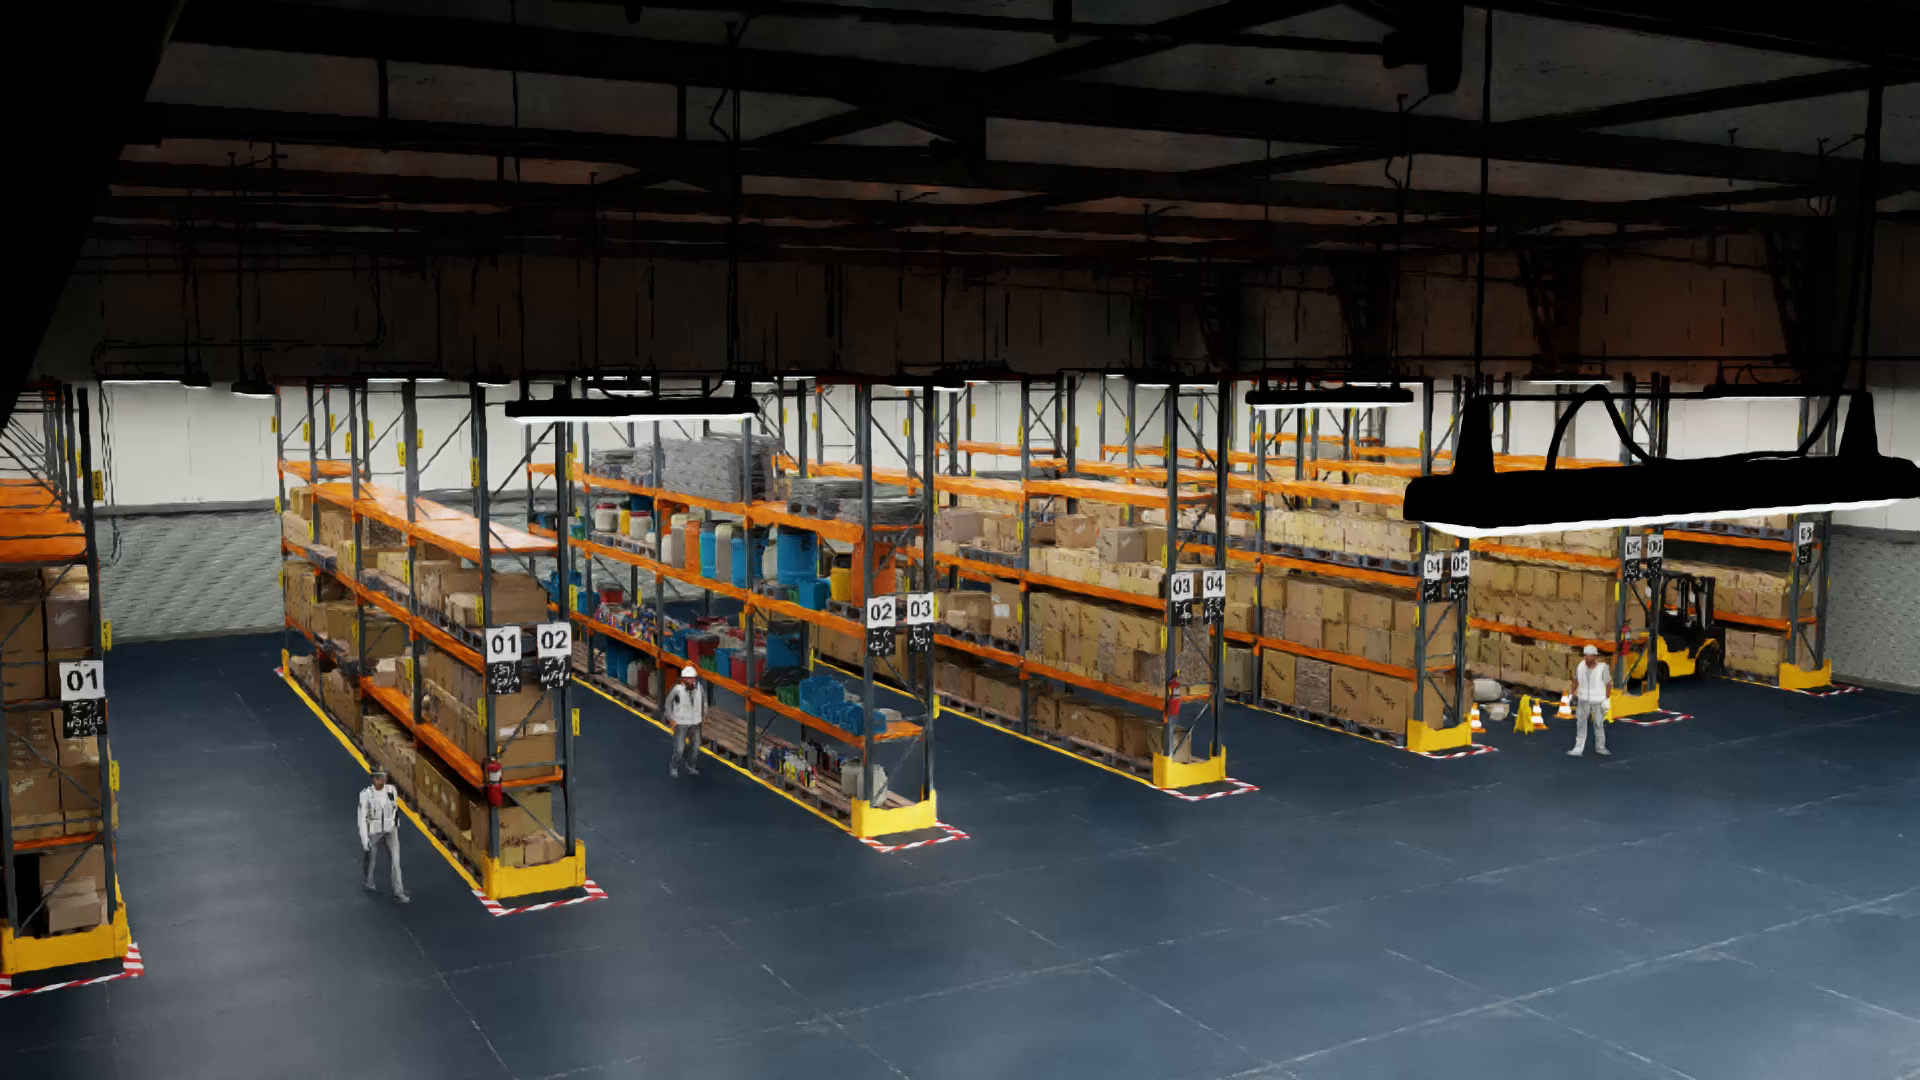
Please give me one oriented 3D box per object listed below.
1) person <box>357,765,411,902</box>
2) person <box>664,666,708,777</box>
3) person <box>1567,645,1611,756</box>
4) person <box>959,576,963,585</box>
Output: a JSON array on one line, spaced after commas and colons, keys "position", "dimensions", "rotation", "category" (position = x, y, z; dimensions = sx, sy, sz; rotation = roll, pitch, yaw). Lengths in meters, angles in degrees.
[{"position": [-6.785, 3.391, 19.447], "dimensions": [0.498, 1.585, 1.075], "rotation": [-4, 7, -32], "category": "person"}, {"position": [-4.122, 2.736, 25.119], "dimensions": [0.677, 1.725, 0.569], "rotation": [-4, 7, -31], "category": "person"}, {"position": [10.019, 2.553, 26.522], "dimensions": [0.681, 1.783, 0.635], "rotation": [5, 8, 36], "category": "person"}, {"position": [-0.134, 0.686, 43.498], "dimensions": [0.463, 1.761, 0.720], "rotation": [0, 6, 4], "category": "person"}]
